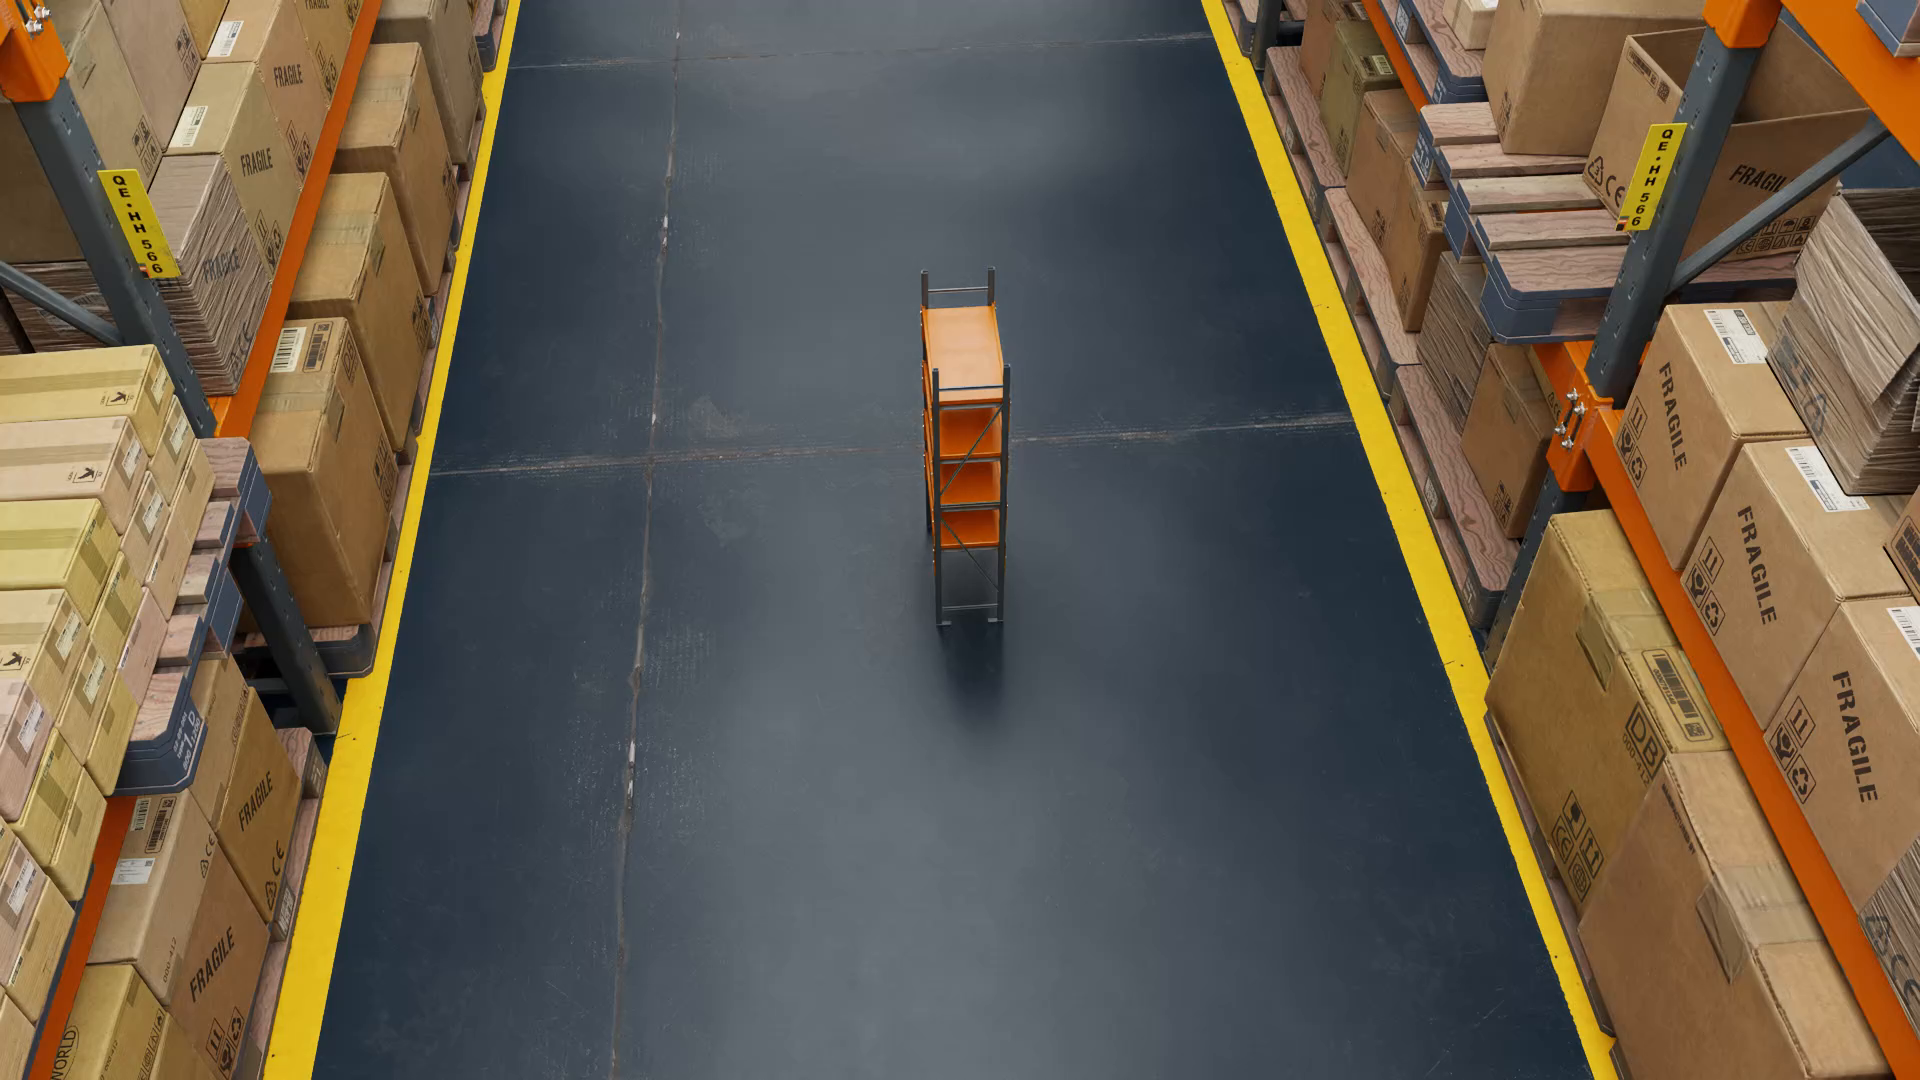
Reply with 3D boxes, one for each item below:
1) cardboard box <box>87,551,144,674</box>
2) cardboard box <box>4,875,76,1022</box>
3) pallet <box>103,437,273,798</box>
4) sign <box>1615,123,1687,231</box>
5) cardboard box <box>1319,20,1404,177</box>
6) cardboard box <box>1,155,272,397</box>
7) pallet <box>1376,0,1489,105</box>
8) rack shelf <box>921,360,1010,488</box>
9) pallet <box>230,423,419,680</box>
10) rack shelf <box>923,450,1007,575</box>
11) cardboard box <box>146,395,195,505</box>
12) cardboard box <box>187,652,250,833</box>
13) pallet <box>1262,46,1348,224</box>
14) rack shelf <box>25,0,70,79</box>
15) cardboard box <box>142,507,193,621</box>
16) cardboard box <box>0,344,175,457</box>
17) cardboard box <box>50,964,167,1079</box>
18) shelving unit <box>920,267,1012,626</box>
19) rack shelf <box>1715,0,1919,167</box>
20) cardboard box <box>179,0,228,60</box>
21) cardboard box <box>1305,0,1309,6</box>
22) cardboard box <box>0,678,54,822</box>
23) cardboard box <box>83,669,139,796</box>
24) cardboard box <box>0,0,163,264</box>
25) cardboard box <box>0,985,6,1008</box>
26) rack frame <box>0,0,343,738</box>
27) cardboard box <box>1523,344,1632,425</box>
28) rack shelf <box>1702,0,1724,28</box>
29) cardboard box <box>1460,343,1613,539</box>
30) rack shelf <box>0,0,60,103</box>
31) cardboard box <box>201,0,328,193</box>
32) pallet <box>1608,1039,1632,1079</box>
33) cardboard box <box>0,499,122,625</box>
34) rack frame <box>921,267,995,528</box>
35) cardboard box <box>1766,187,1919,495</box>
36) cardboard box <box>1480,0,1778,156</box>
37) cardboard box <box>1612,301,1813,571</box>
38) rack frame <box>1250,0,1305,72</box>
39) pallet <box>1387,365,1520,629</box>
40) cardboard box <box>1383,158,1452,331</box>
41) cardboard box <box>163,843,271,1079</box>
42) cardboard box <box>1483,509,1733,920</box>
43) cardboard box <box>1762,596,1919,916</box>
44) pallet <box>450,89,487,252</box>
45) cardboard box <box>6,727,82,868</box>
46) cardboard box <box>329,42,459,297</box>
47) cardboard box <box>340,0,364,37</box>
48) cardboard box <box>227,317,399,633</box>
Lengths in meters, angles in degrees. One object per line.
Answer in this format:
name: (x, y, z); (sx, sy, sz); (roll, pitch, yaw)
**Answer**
cardboard box: (-2.066, 0.170, 3.702); (0.380, 0.149, 0.250); (-2, 47, -2)
cardboard box: (-2.008, 0.817, 3.294); (0.380, 0.149, 0.250); (-2, 47, -2)
pallet: (-2.444, 0.193, 4.134); (1.213, 0.211, 1.003); (-3, 47, -3)
sign: (1.801, -0.942, 4.333); (0.100, 0.325, 0.005); (-3, 47, -3)
cardboard box: (2.058, -2.005, 7.501); (0.700, 0.500, 0.500); (-4, 47, -4)
cardboard box: (-2.378, -0.758, 4.833); (0.500, 0.500, 0.500); (-3, 47, -3)
pallet: (2.135, -1.975, 6.186); (1.003, 0.211, 1.213); (-3, 47, -3)
rack shelf: (0.014, -0.400, 5.587); (0.258, 0.148, 0.480); (-3, 47, -3)
pallet: (-2.601, 0.001, 6.103); (1.003, 0.211, 1.213); (-3, 47, -3)
rack shelf: (0.014, -0.110, 5.894); (0.258, 0.148, 0.480); (-3, 47, -3)
cardboard box: (-2.115, -0.213, 4.065); (0.380, 0.149, 0.250); (-3, 47, -2)
cardboard box: (-2.291, 0.554, 4.576); (0.500, 0.250, 0.500); (-4, 47, -4)
pallet: (2.073, -1.983, 7.982); (1.003, 0.211, 1.213); (-3, 47, -3)
rack shelf: (-2.777, -2.614, 5.089); (1.077, 0.370, 4.000); (-3, 47, -3)
cardboard box: (-2.091, 0.068, 4.003); (0.380, 0.149, 0.250); (-4, 47, -3)
cardboard box: (-2.112, -0.318, 3.960); (0.380, 0.149, 0.250); (-5, 47, -5)
cardboard box: (-2.211, 1.287, 3.881); (0.500, 0.250, 0.500); (-2, 47, -2)
shelving unit: (0.014, -0.293, 5.701); (0.258, 1.200, 0.503); (-3, 47, -3)
rack shelf: (2.509, 0.052, 2.564); (1.077, 0.370, 4.000); (-3, 47, -3)
cardboard box: (-2.726, -1.823, 5.153); (0.700, 0.500, 0.500); (-4, 47, -4)
cardboard box: (2.013, -3.082, 8.535); (0.500, 0.500, 0.500); (-5, 47, -5)
cardboard box: (-2.031, 0.421, 3.260); (0.380, 0.149, 0.250); (-3, 47, -3)
cardboard box: (-2.052, 0.435, 3.656); (0.380, 0.149, 0.250); (-4, 47, -4)
cardboard box: (-2.637, -1.086, 4.455); (0.700, 0.500, 0.500); (-4, 47, -4)
cardboard box: (-1.983, 0.907, 3.004); (0.380, 0.149, 0.250); (-4, 47, -4)
rack frame: (-2.610, -0.382, 4.546); (1.000, 3.000, 0.127); (-3, 47, -3)
cardboard box: (2.255, -0.643, 5.696); (0.500, 0.250, 0.500); (-2, 47, -2)
rack shelf: (2.174, -2.842, 5.305); (1.077, 0.370, 4.000); (-3, 47, -3)
cardboard box: (2.265, -0.386, 5.968); (0.700, 0.500, 0.500); (-6, 47, -5)
rack shelf: (-2.442, 0.280, 2.348); (1.077, 0.370, 4.000); (-3, 47, -3)
cardboard box: (-2.465, -1.491, 5.527); (0.500, 0.500, 0.500); (-4, 47, -3)
pallet: (2.431, 1.804, 4.396); (1.003, 0.211, 1.213); (-3, 47, -3)
cardboard box: (-2.071, 0.053, 3.608); (0.380, 0.149, 0.250); (-2, 47, -2)
rack frame: (-0.007, -0.469, 5.868); (0.240, 1.200, 0.015); (-3, 47, -3)
cardboard box: (2.386, -0.460, 3.860); (0.797, 0.503, 0.637); (-2, 47, -2)
cardboard box: (2.110, -1.576, 5.318); (0.700, 0.500, 0.500); (3, 47, 3)
cardboard box: (2.111, -0.277, 4.378); (0.500, 0.500, 0.500); (-2, 47, -2)
rack frame: (2.006, -3.505, 7.503); (1.000, 3.000, 0.127); (-3, 47, -3)
pallet: (2.277, -0.217, 6.311); (1.003, 0.211, 1.213); (-3, 47, -3)
cardboard box: (2.152, -1.196, 6.736); (0.700, 0.500, 0.500); (0, 47, 0)
cardboard box: (-2.254, 1.169, 4.510); (0.500, 0.500, 0.500); (-2, 47, -2)
cardboard box: (2.378, 0.476, 4.907); (1.225, 0.875, 0.875); (-5, 47, -5)
cardboard box: (2.203, 0.466, 3.673); (0.500, 0.500, 0.500); (-4, 47, -4)
pallet: (-2.805, -1.764, 7.775); (1.003, 0.211, 1.213); (-3, 47, -3)
cardboard box: (-2.027, 0.531, 3.360); (0.380, 0.149, 0.250); (-4, 47, -4)
cardboard box: (-2.726, -1.506, 6.870); (1.050, 0.750, 0.750); (-3, 47, -3)
cardboard box: (-2.550, -2.218, 6.216); (0.500, 0.500, 0.500); (-3, 47, -3)
cardboard box: (-2.571, -0.199, 5.633); (1.050, 0.750, 0.750); (-4, 47, -4)
